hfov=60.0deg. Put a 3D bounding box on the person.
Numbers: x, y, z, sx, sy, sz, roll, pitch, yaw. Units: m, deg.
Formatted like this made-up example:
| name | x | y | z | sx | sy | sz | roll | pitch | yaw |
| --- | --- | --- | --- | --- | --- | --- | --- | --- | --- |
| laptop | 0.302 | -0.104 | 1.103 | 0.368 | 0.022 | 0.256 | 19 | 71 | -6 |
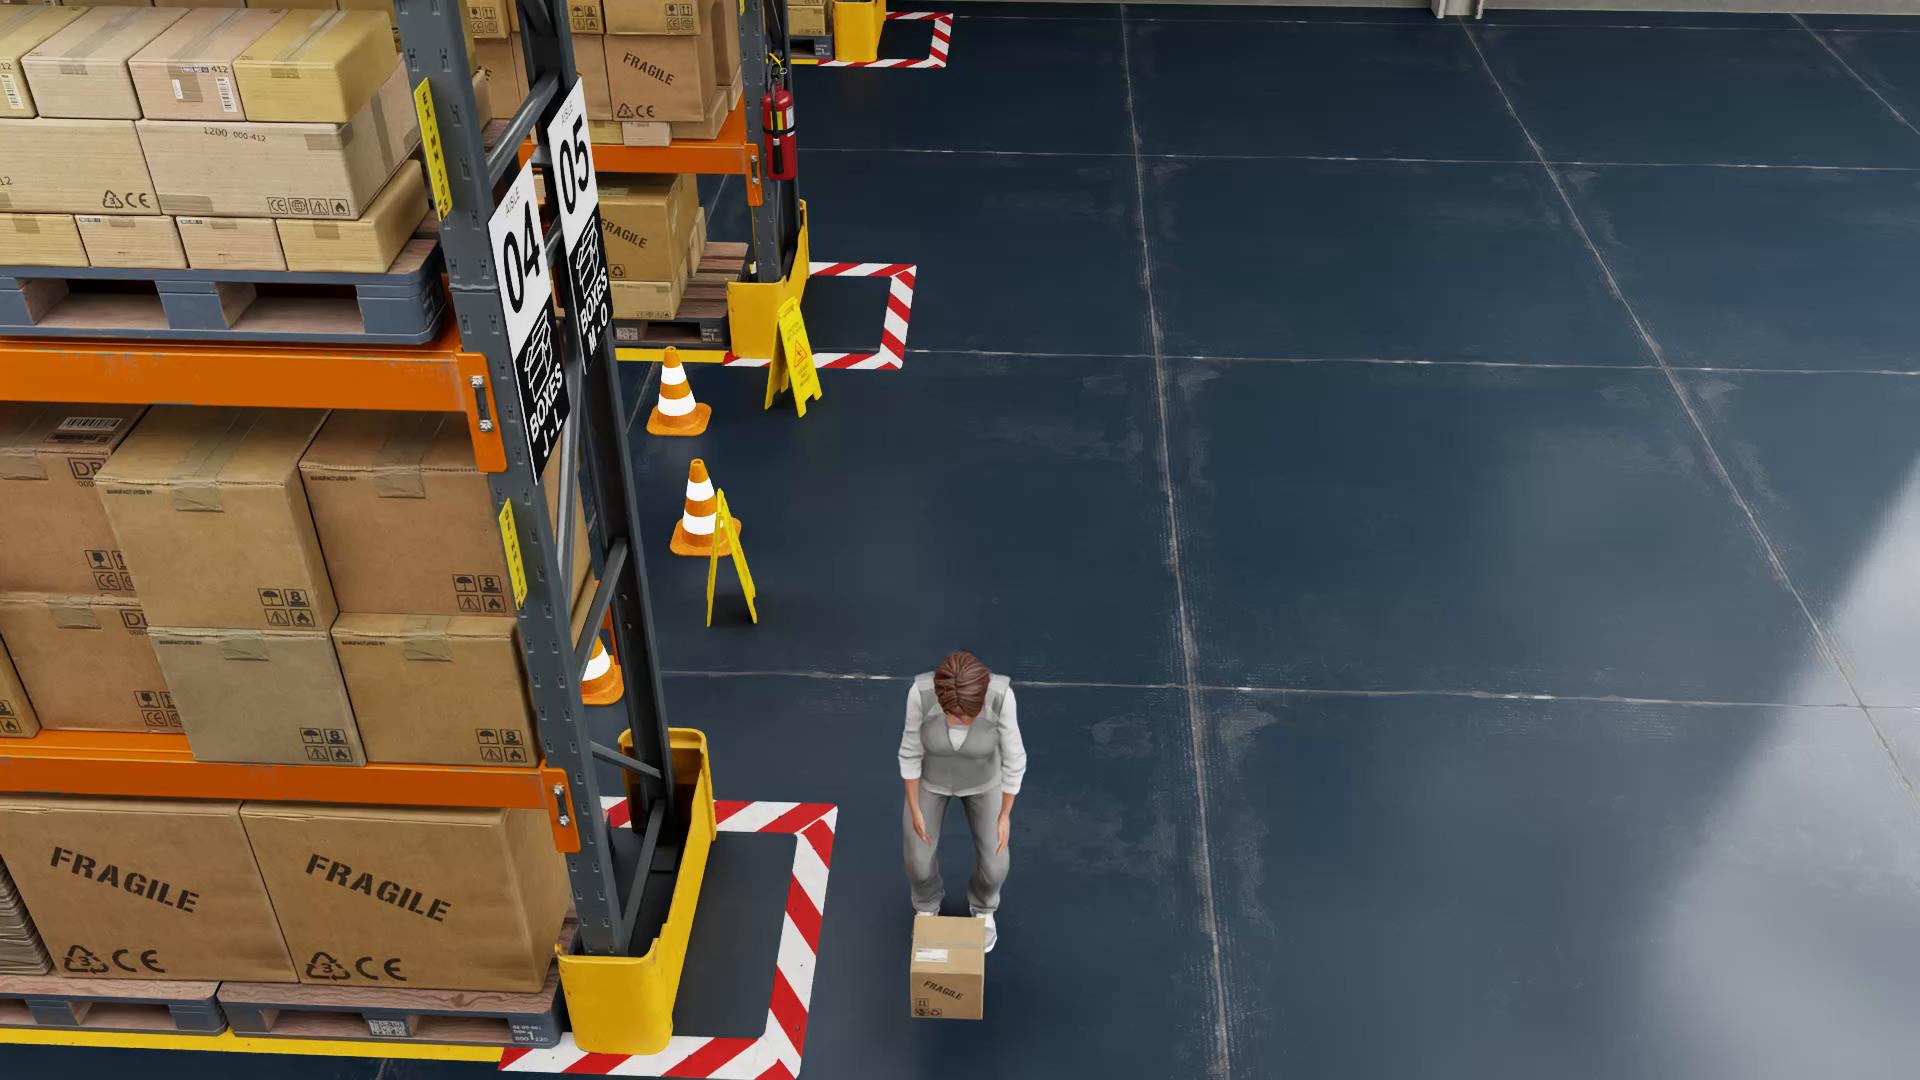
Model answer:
| name | x | y | z | sx | sy | sz | roll | pitch | yaw |
| --- | --- | --- | --- | --- | --- | --- | --- | --- | --- |
| person | 0.010 | 0.926 | 5.990 | 0.447 | 1.448 | 0.497 | 2 | 36 | 3 |
